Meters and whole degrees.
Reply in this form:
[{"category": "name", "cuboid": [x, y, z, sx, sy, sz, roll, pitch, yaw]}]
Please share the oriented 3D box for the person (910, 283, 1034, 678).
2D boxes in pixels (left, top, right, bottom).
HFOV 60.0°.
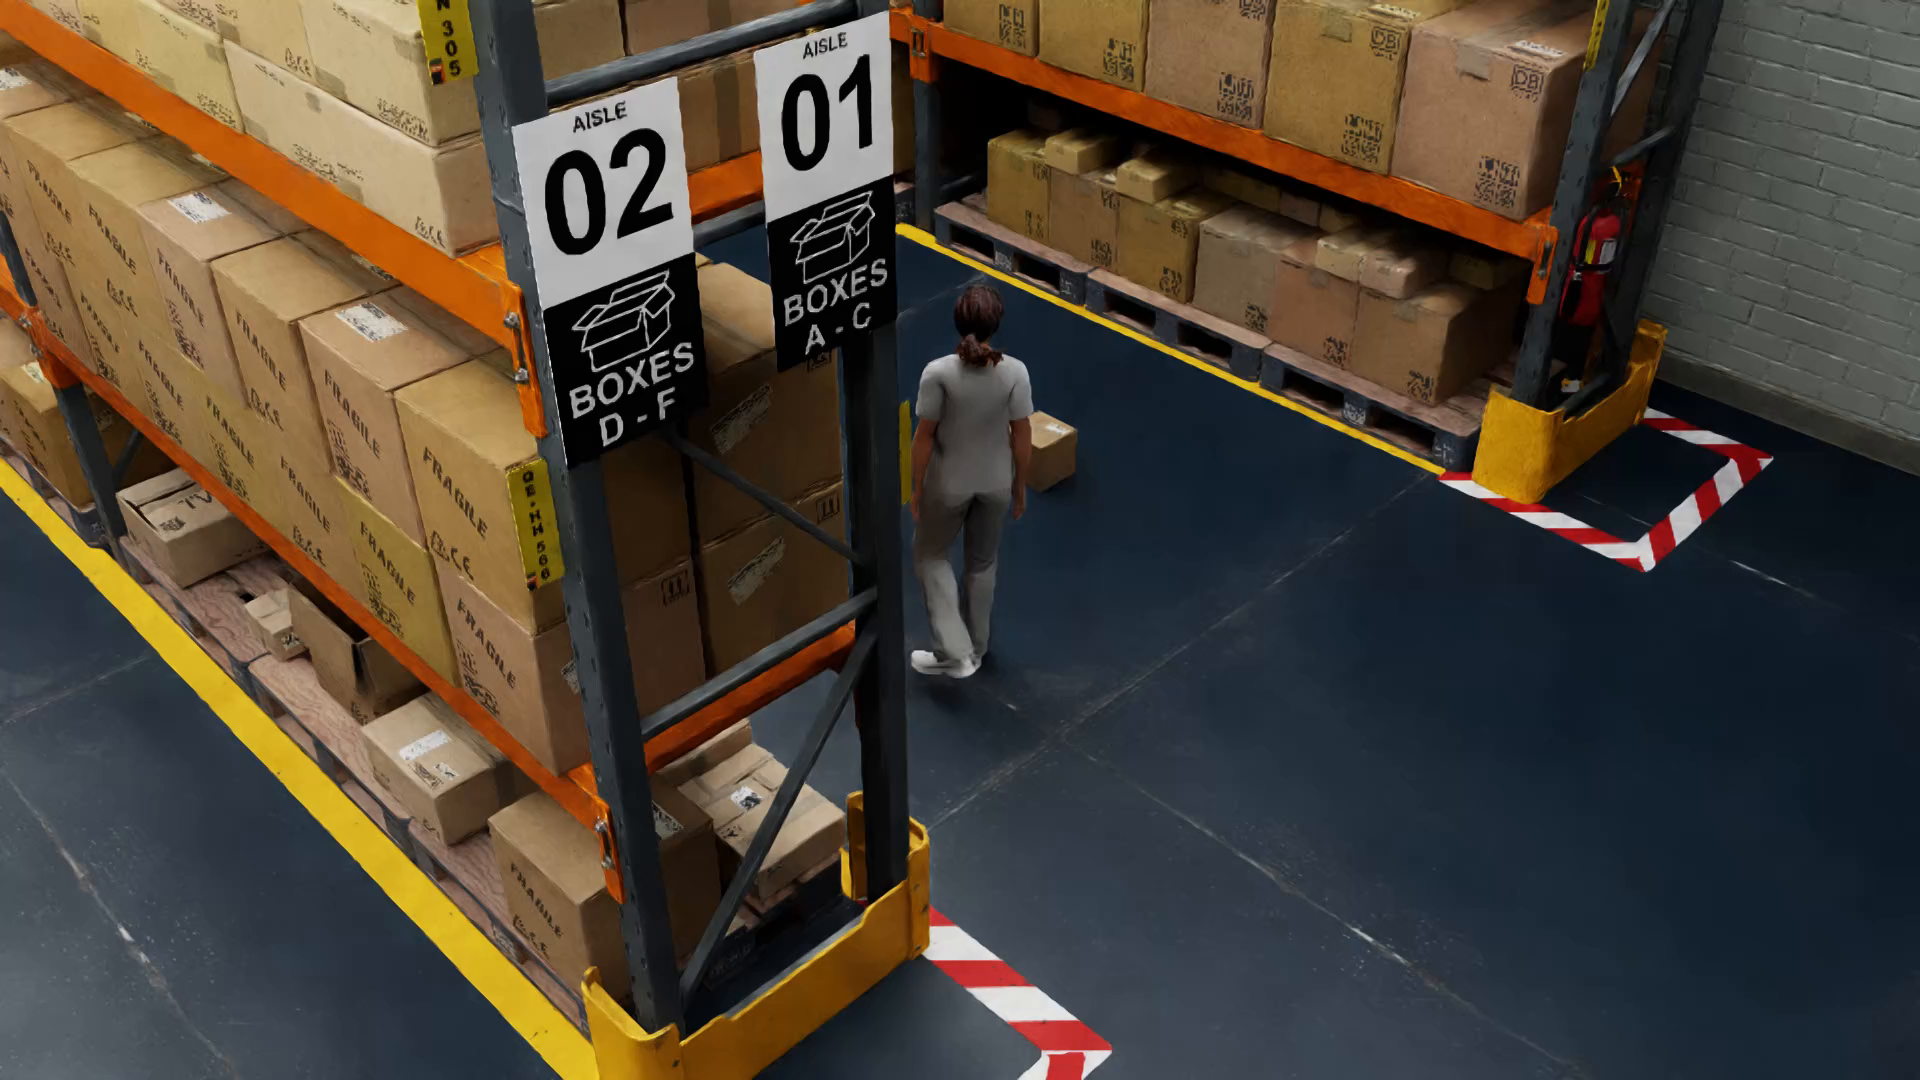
[{"category": "person", "cuboid": [0.041, -0.153, 6.385, 0.506, 1.639, 0.526, -6, 36, -8]}]
